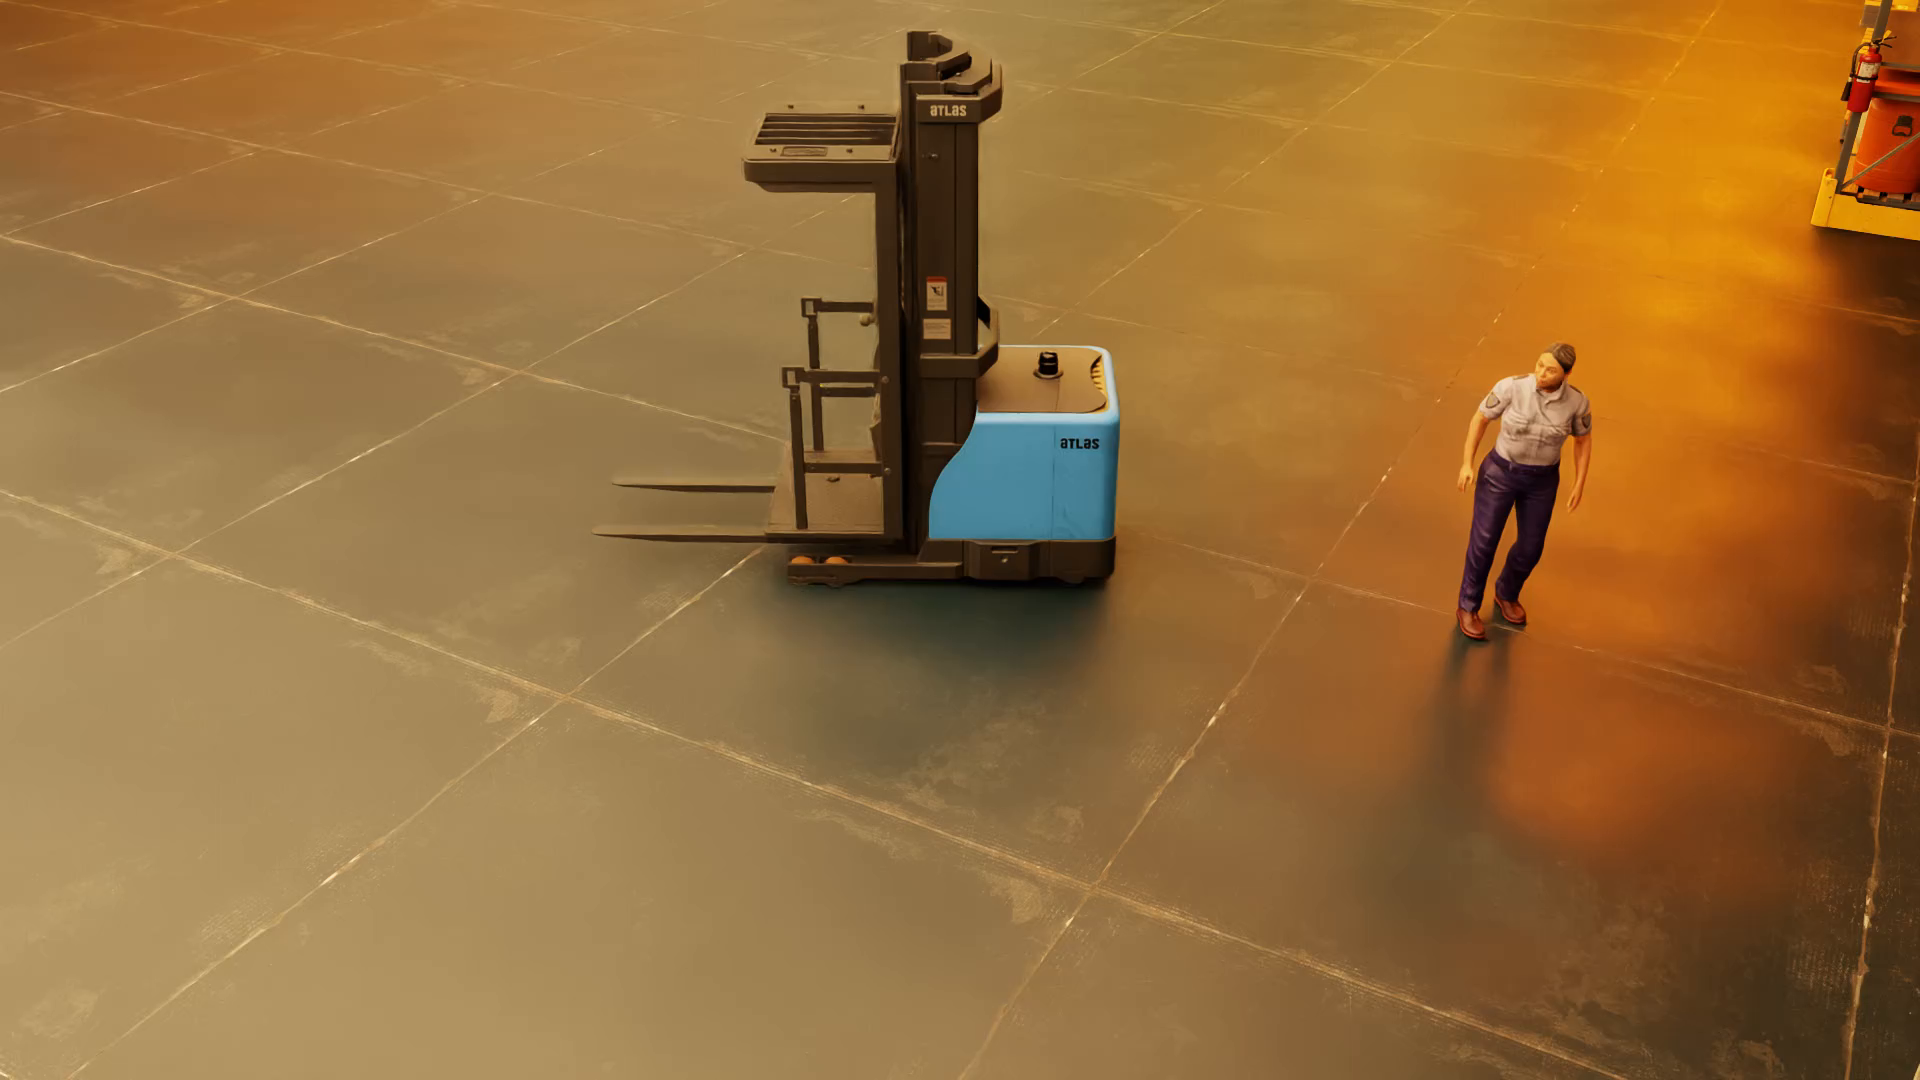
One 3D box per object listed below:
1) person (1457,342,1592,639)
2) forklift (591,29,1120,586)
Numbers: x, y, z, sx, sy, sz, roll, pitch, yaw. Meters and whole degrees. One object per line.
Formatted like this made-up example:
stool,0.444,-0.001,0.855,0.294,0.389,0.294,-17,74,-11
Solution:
person,2.996,-0.267,8.838,0.664,1.632,0.491,3,30,5
forklift,-0.618,-1.268,9.268,3.031,2.935,1.130,1,30,1
